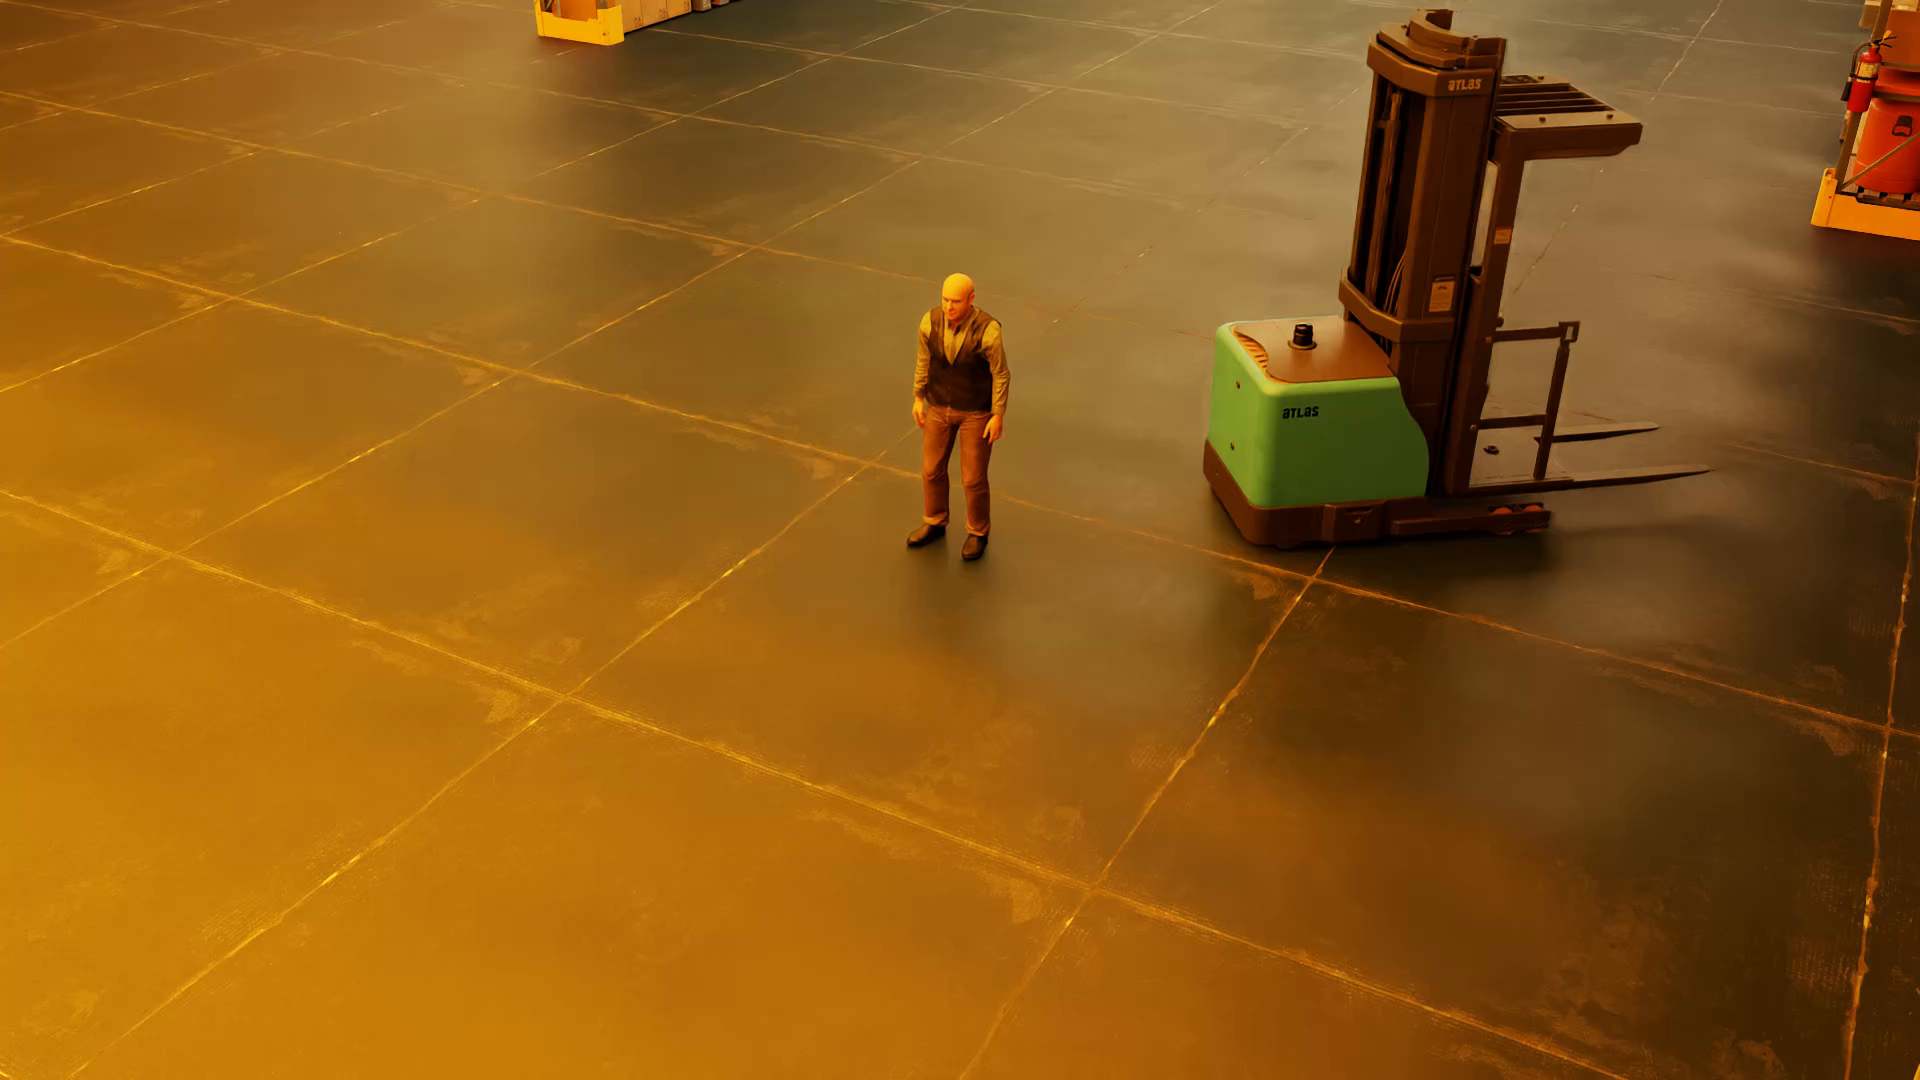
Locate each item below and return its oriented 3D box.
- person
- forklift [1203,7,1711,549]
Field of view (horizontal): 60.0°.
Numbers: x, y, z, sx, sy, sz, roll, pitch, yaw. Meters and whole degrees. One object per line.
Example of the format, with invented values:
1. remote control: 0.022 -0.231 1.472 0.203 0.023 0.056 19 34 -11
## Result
1. person: 0.006 -0.741 9.566 0.580 1.720 0.422 14 33 23
2. forklift: 3.114 -1.552 9.760 3.031 2.935 1.130 -5 30 -8
